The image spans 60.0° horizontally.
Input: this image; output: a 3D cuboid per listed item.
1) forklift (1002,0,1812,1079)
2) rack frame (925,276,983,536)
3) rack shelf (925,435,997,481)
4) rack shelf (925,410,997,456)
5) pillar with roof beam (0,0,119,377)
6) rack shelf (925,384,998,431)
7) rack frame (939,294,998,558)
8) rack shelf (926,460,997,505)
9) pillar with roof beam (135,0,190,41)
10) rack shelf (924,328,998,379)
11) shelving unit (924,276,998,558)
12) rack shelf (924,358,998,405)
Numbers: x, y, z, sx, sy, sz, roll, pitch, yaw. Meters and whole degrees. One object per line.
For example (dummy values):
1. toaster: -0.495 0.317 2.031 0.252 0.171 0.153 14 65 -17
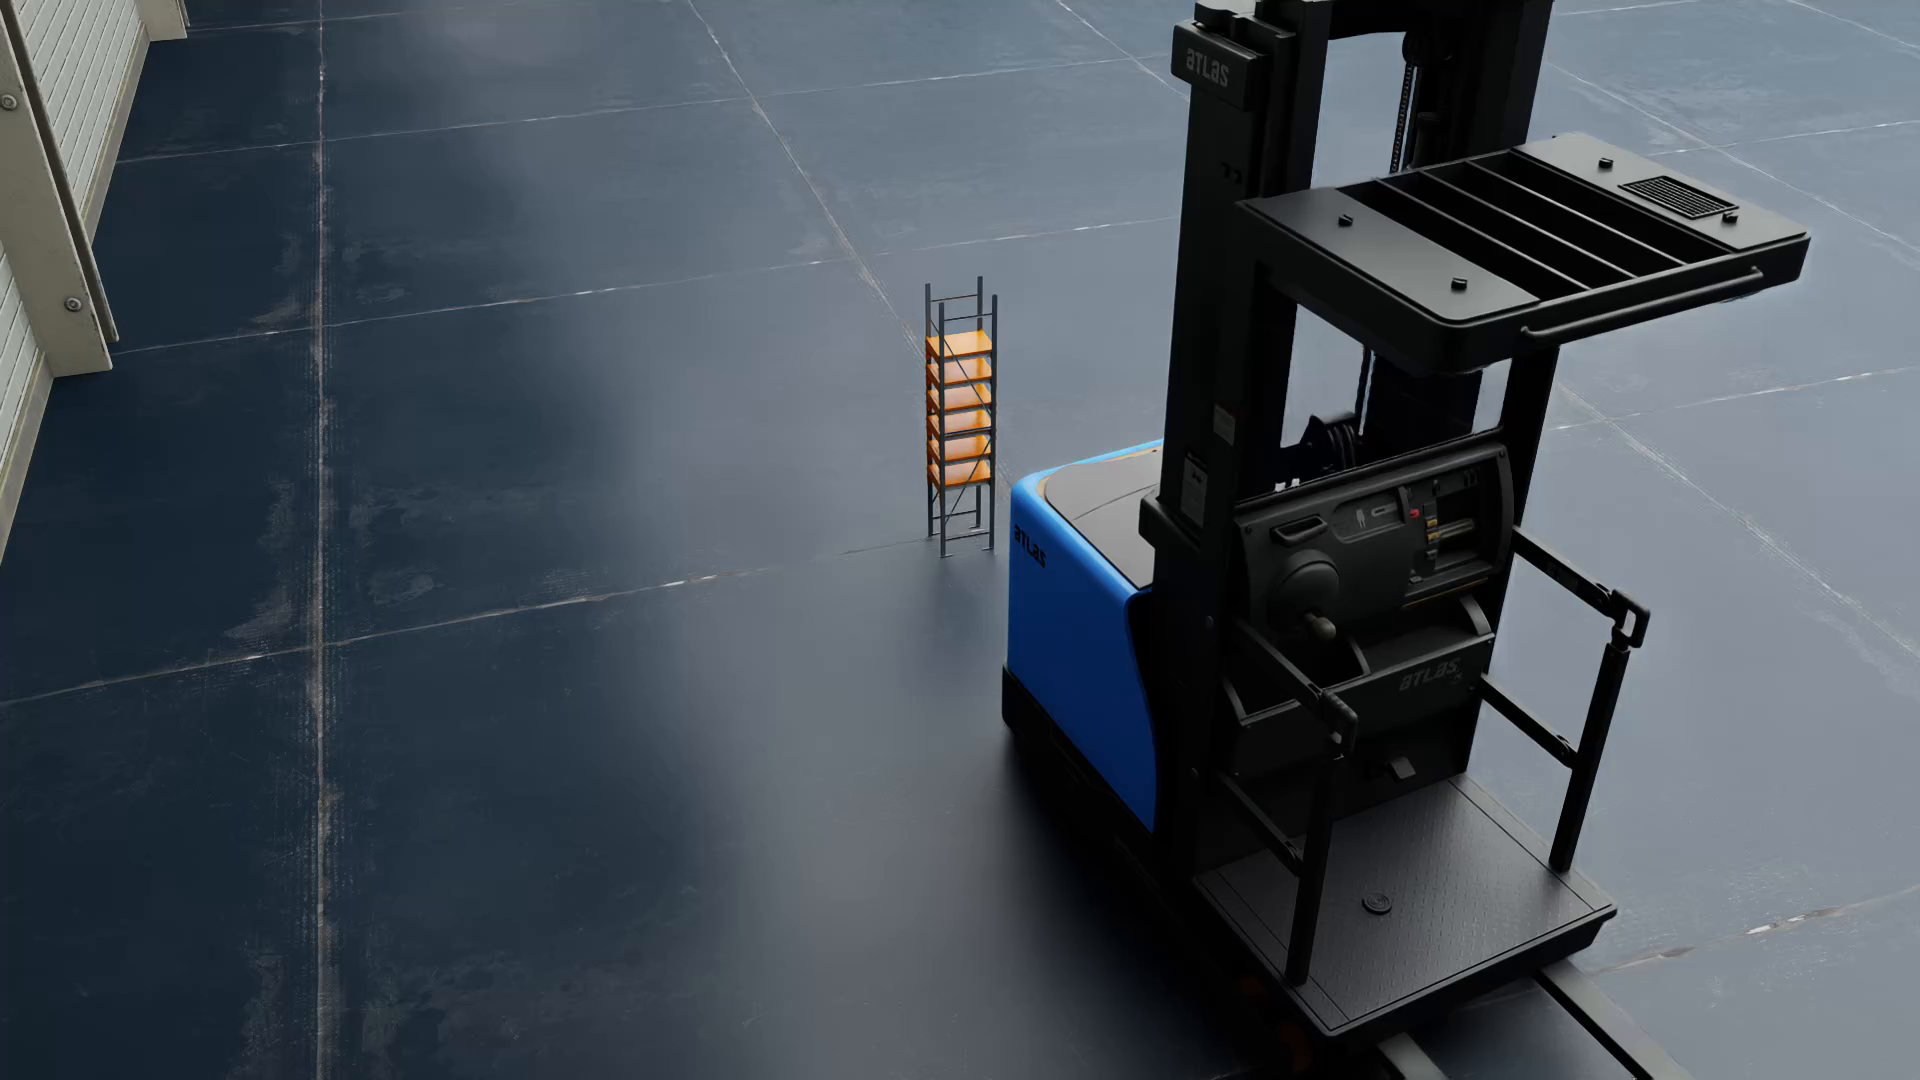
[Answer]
1. forklift: 1.271 0.068 4.489 1.130 2.935 3.031 -16 37 -22
2. rack frame: -0.023 -0.541 6.980 0.240 1.200 0.006 -10 35 -15
3. rack shelf: 0.004 -0.356 6.998 0.258 0.103 0.180 -10 35 -15
4. rack shelf: 0.004 -0.456 6.932 0.258 0.103 0.180 -10 35 -15
5. pillar with roof beam: -0.486 -5.435 7.312 9.100 9.000 0.400 -10 35 -15
6. rack shelf: 0.004 -0.556 6.866 0.258 0.103 0.180 -10 35 -15
7. rack frame: 0.032 -0.445 6.835 0.240 1.200 0.006 -10 35 -15
8. rack shelf: 0.004 -0.256 7.065 0.258 0.103 0.180 -10 35 -15
9. pillar with roof beam: -2.316 -8.585 12.079 9.100 9.000 0.400 -10 35 -15
10. rack shelf: 0.004 -0.756 6.734 0.258 0.103 0.180 -10 35 -15
11. shelving unit: 0.004 -0.493 6.908 0.258 1.200 0.189 -10 35 -15
12. rack shelf: 0.004 -0.656 6.800 0.258 0.103 0.180 -10 35 -15
